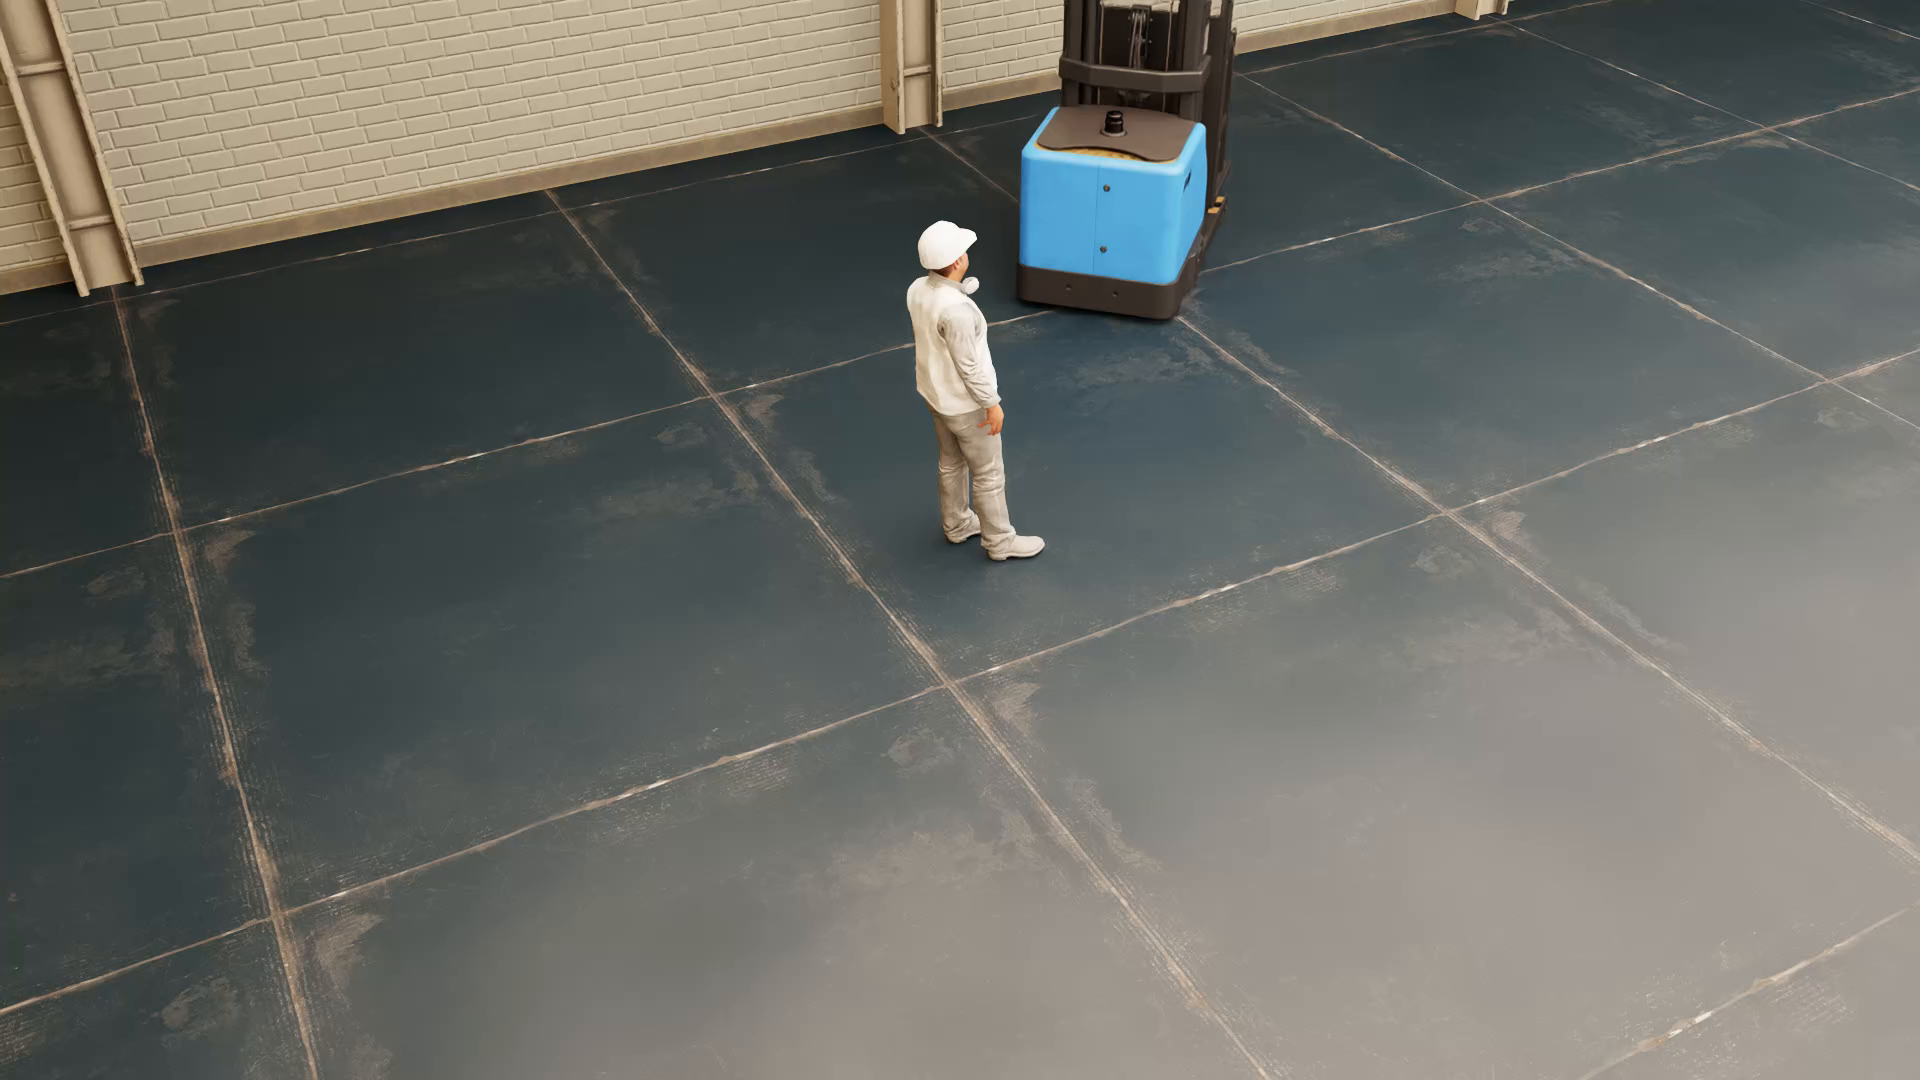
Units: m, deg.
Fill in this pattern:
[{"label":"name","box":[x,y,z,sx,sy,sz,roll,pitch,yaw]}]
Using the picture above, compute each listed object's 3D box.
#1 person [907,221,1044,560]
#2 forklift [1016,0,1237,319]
[{"label":"person","box":[0.059,-0.744,8.165,0.566,1.775,0.634,-17,39,-23]},{"label":"forklift","box":[1.285,-3.443,10.993,1.130,2.935,3.031,10,37,14]}]
